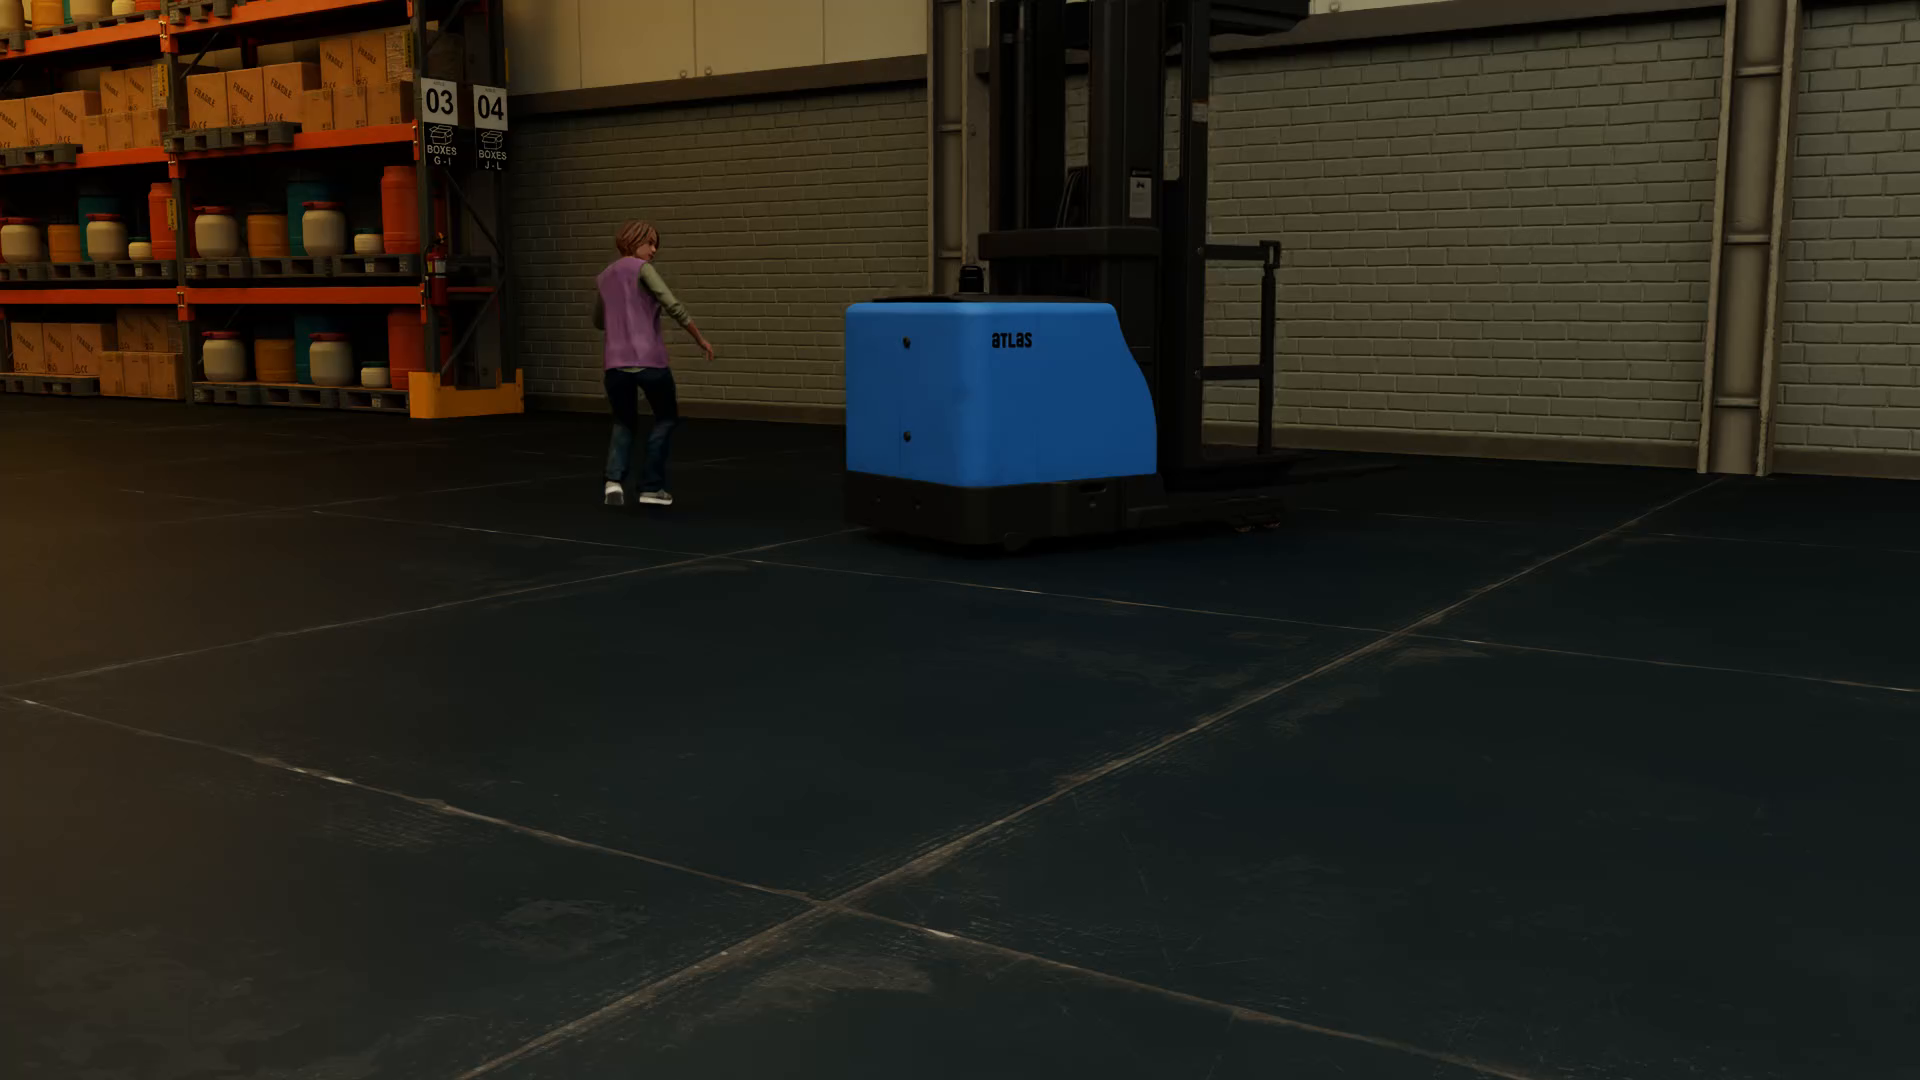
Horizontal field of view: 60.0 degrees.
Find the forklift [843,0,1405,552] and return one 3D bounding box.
[{"bbox_3d":[0.948,-1.539,8.017,3.031,2.935,1.130,-6,10,-36],"label":"forklift"}]

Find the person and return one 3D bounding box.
[{"bbox_3d":[-1.640,-0.924,8.787,0.694,1.505,0.672,3,9,19],"label":"person"}]
